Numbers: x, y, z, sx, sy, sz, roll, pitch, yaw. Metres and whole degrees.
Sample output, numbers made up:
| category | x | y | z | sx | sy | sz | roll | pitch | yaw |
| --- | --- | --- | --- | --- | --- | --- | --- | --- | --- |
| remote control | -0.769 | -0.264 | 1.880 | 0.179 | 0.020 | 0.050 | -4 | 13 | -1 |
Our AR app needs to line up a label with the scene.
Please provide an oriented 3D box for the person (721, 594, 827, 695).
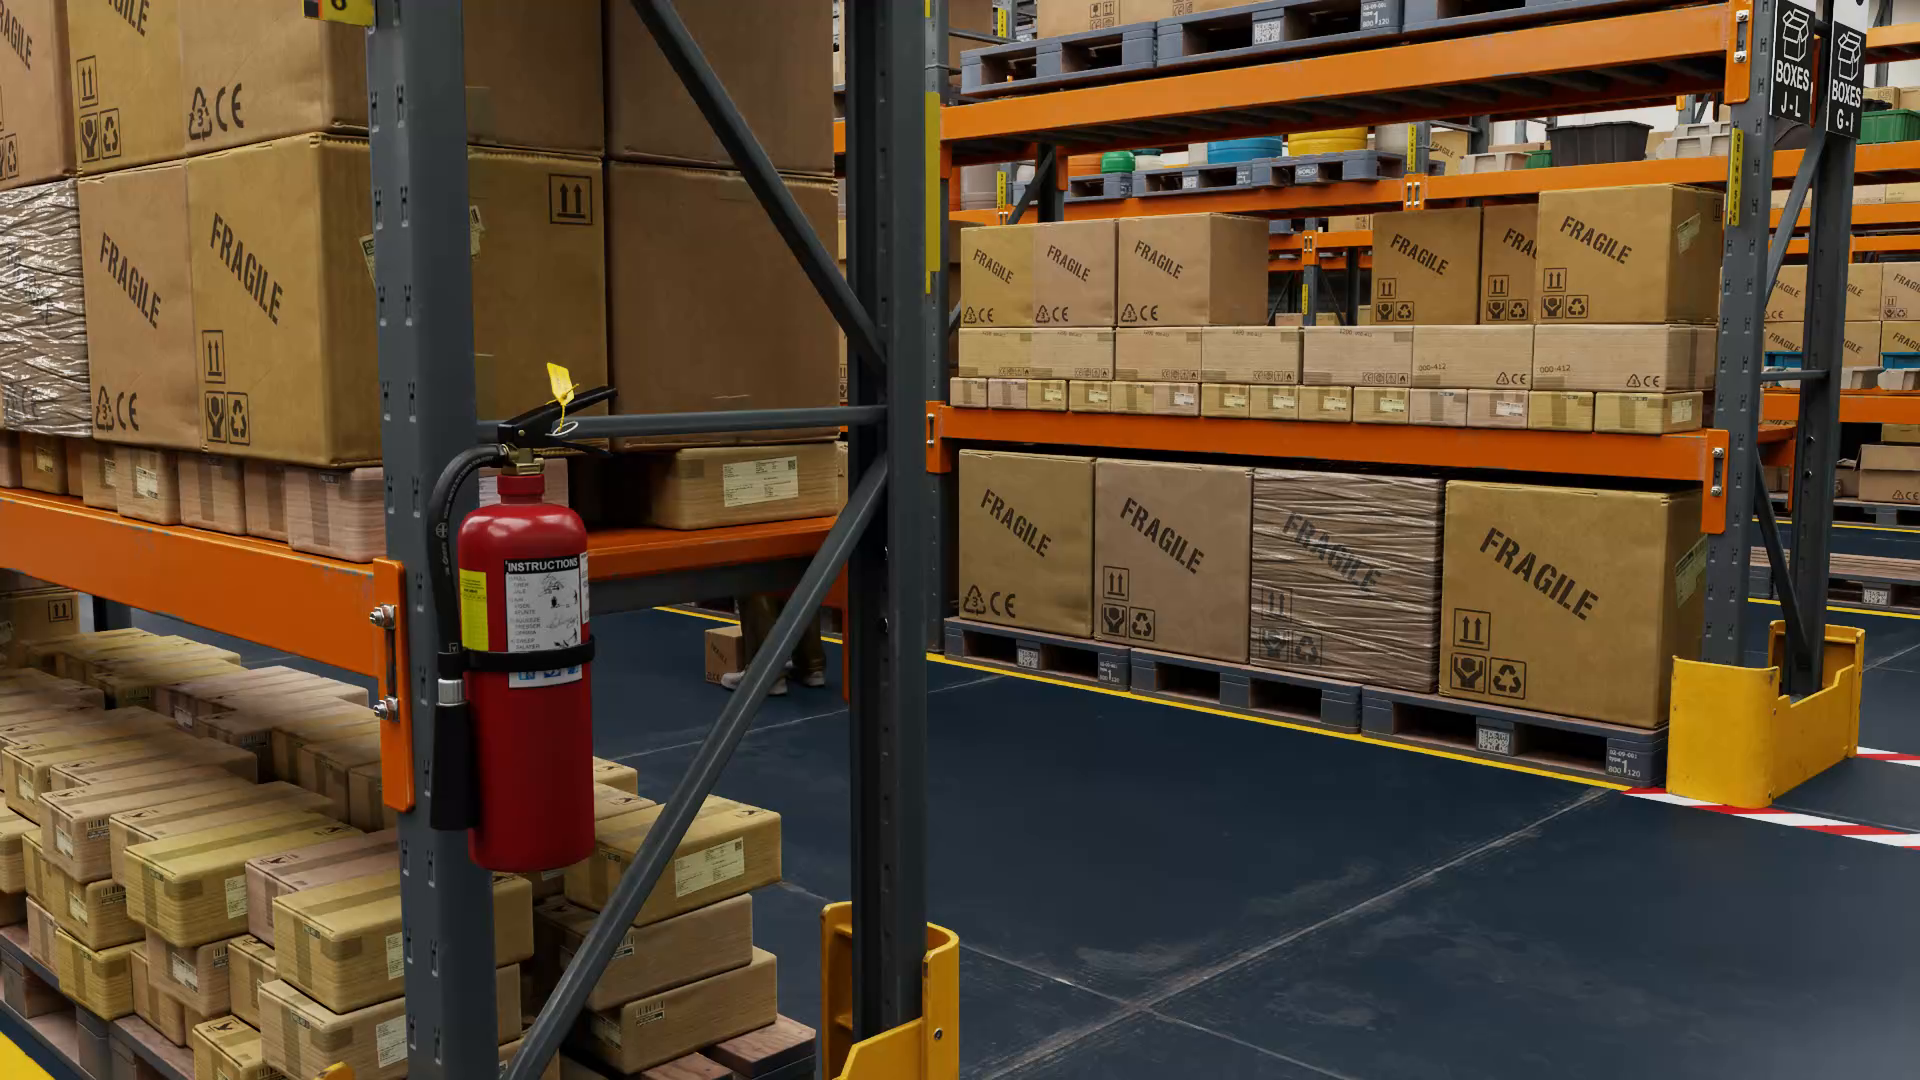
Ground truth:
| category | x | y | z | sx | sy | sz | roll | pitch | yaw |
| --- | --- | --- | --- | --- | --- | --- | --- | --- | --- |
| person | -0.871 | -0.178 | 7.786 | 0.425 | 1.774 | 0.644 | 7 | 10 | 44 |
